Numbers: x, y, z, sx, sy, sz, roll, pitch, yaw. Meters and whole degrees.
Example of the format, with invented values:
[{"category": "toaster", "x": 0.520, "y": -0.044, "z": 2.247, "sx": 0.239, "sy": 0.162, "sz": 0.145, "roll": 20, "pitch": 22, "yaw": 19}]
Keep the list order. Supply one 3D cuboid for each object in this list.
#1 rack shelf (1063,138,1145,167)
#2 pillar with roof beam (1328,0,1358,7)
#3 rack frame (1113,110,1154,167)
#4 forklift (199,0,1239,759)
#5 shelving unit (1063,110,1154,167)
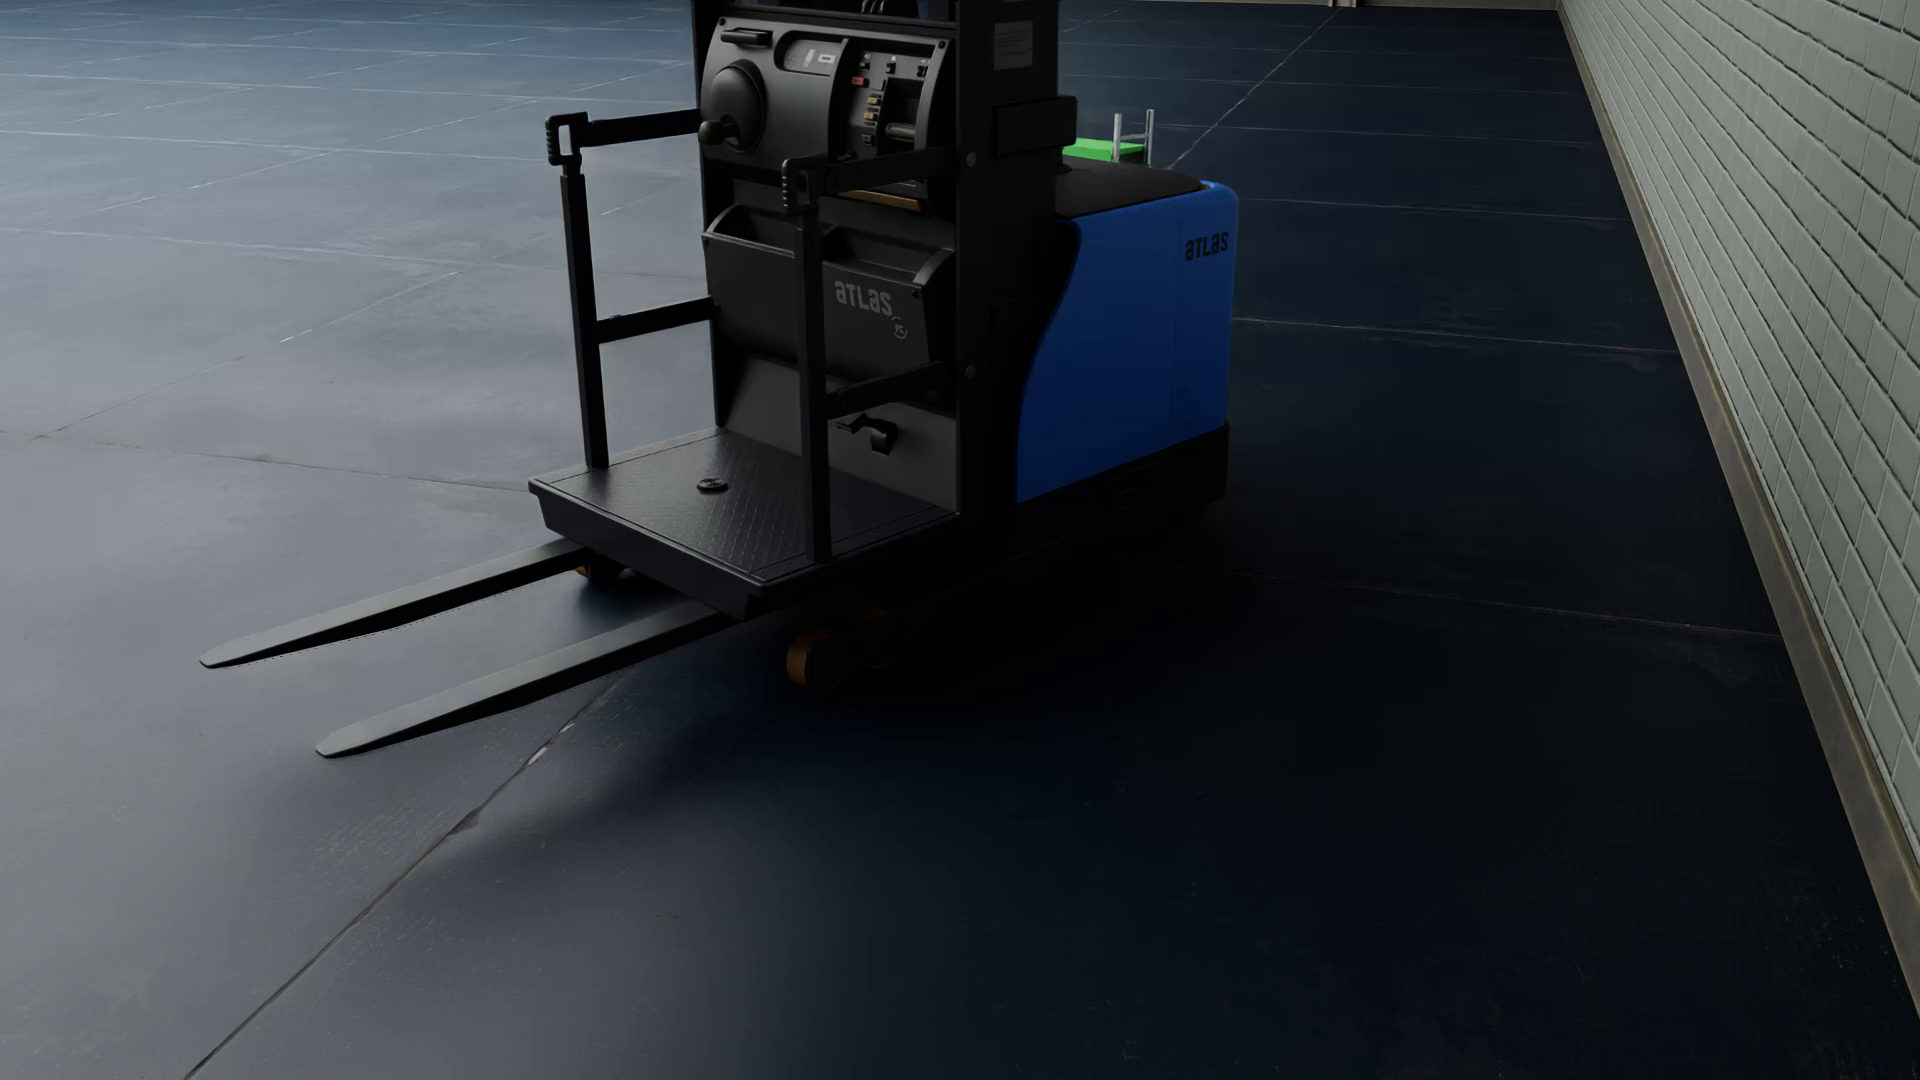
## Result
[{"category": "rack shelf", "x": 0.387, "y": -1.329, "z": 5.816, "sx": 0.480, "sy": 0.148, "sz": 0.258, "roll": 15, "pitch": 24, "yaw": 32}, {"category": "pillar with roof beam", "x": 4.353, "y": -10.403, "z": 18.773, "sx": 0.400, "sy": 9.000, "sz": 9.100, "roll": 7, "pitch": 23, "yaw": 16}, {"category": "rack frame", "x": 0.572, "y": -0.884, "z": 5.825, "sx": 0.015, "sy": 1.200, "sz": 0.240, "roll": 15, "pitch": 24, "yaw": 32}, {"category": "forklift", "x": -0.522, "y": -1.182, "z": 4.290, "sx": 1.130, "sy": 2.935, "sz": 3.031, "roll": 21, "pitch": 30, "yaw": 41}, {"category": "shelving unit", "x": 0.373, "y": -0.938, "z": 5.956, "sx": 0.503, "sy": 1.200, "sz": 0.258, "roll": 15, "pitch": 24, "yaw": 32}]
